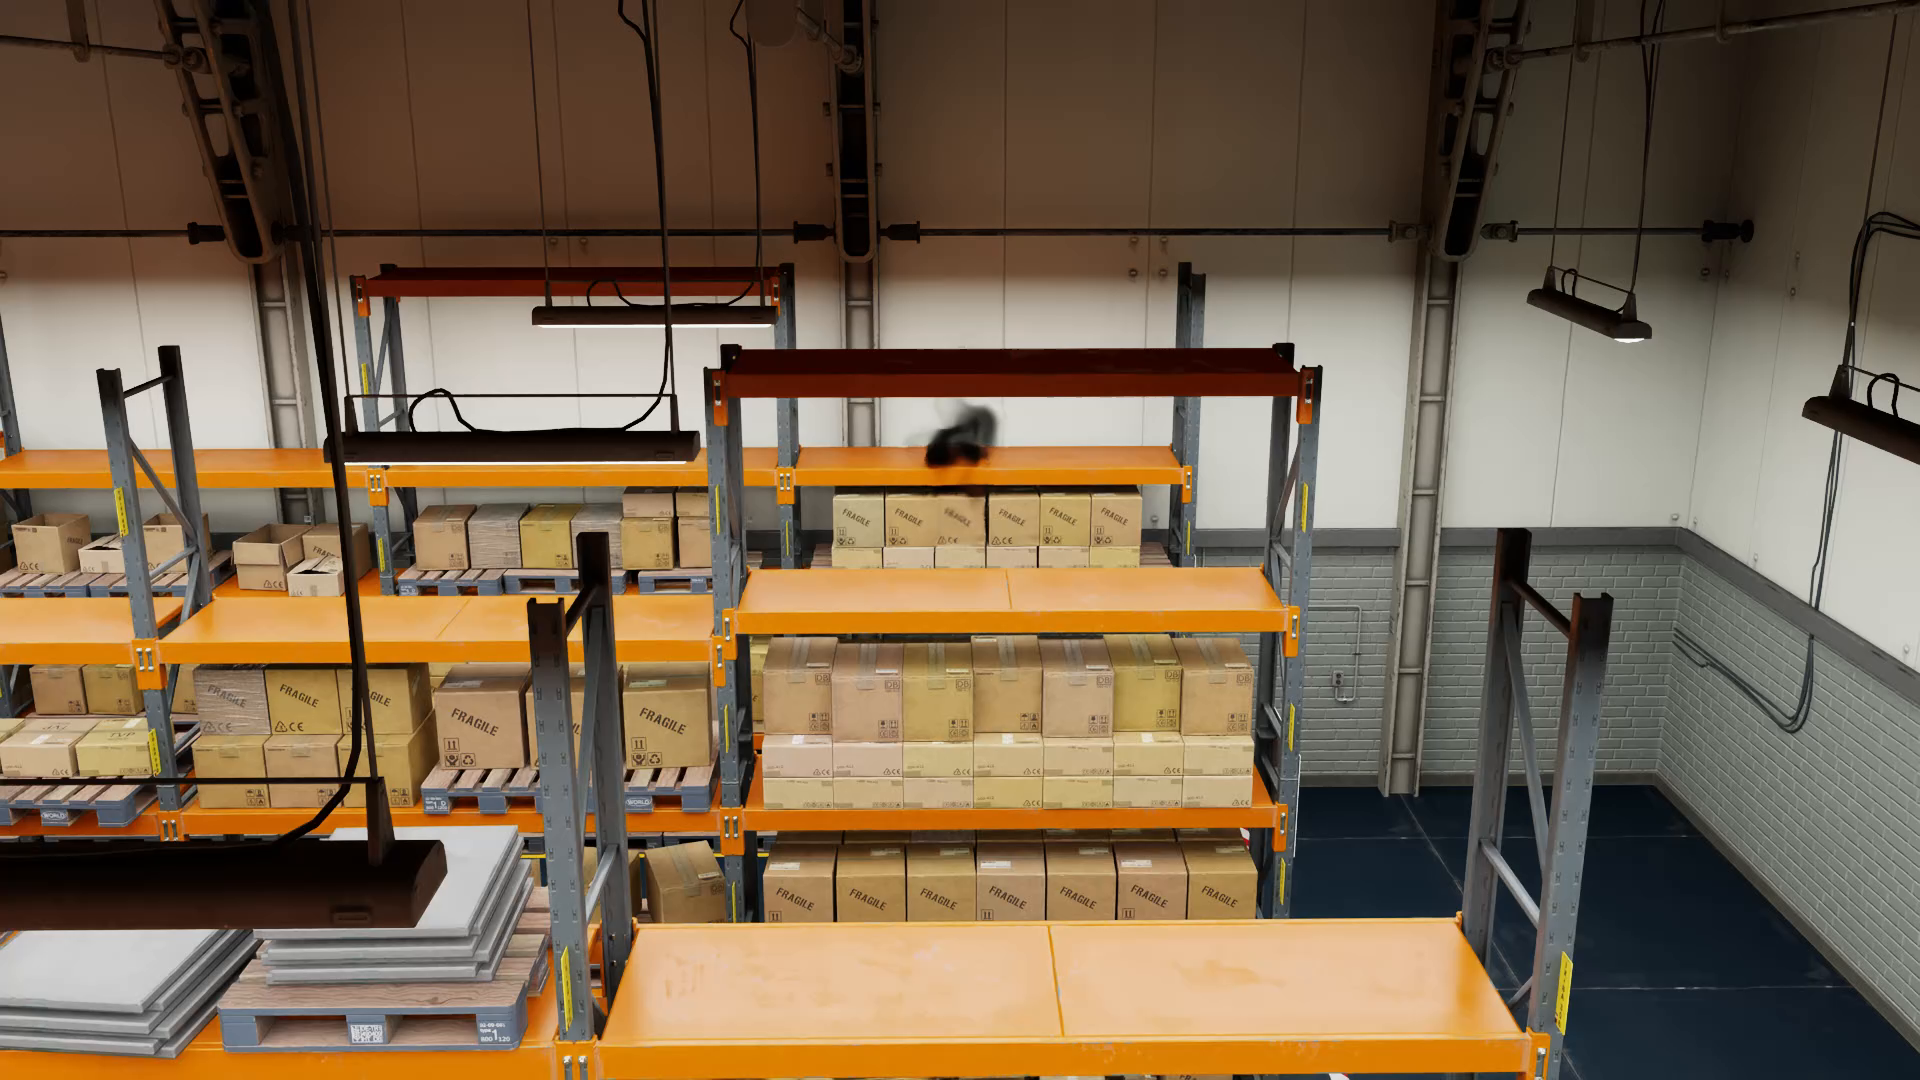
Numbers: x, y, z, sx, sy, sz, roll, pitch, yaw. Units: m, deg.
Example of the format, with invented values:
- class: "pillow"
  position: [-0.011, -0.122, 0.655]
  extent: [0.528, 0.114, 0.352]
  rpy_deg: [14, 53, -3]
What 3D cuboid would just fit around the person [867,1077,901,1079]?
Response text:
- class: "person"
  position: [-0.472, 4.197, 11.029]
  extent: [0.561, 1.750, 0.652]
  rpy_deg: [-3, 16, -11]
